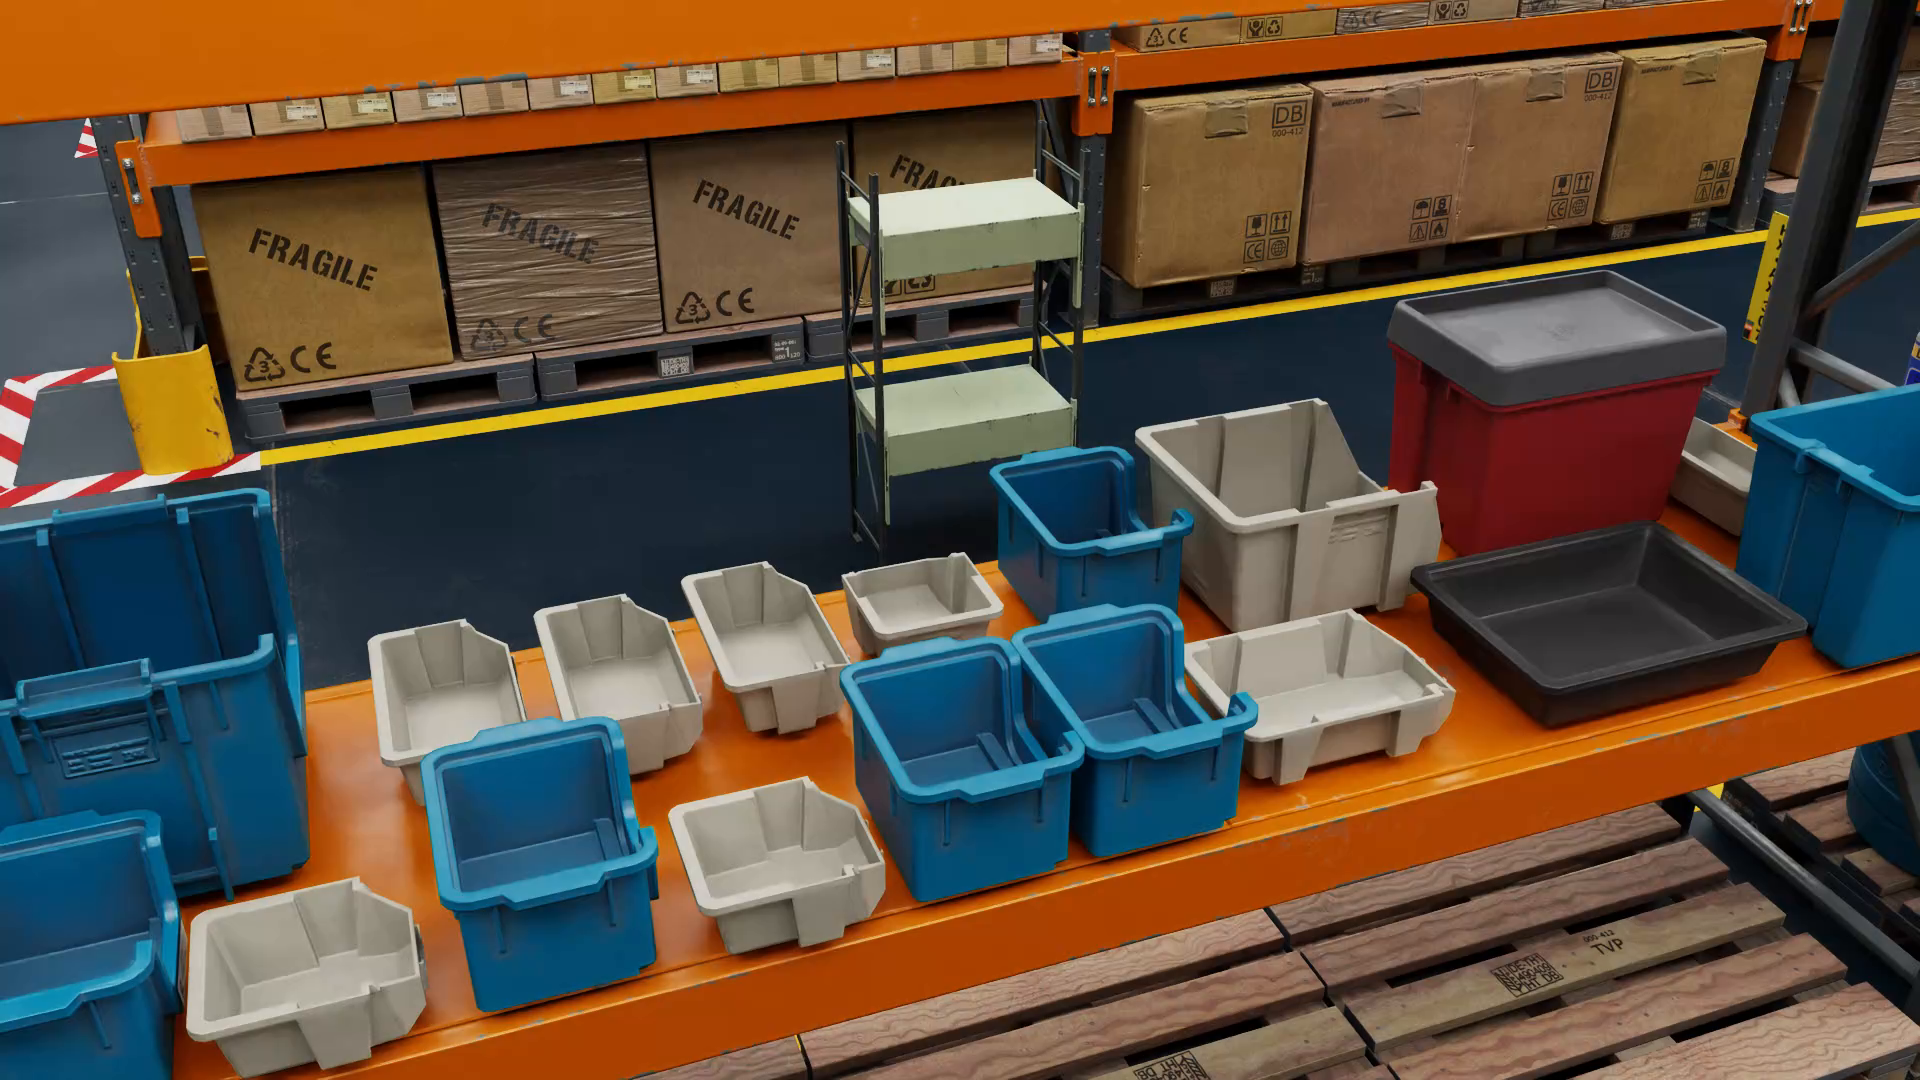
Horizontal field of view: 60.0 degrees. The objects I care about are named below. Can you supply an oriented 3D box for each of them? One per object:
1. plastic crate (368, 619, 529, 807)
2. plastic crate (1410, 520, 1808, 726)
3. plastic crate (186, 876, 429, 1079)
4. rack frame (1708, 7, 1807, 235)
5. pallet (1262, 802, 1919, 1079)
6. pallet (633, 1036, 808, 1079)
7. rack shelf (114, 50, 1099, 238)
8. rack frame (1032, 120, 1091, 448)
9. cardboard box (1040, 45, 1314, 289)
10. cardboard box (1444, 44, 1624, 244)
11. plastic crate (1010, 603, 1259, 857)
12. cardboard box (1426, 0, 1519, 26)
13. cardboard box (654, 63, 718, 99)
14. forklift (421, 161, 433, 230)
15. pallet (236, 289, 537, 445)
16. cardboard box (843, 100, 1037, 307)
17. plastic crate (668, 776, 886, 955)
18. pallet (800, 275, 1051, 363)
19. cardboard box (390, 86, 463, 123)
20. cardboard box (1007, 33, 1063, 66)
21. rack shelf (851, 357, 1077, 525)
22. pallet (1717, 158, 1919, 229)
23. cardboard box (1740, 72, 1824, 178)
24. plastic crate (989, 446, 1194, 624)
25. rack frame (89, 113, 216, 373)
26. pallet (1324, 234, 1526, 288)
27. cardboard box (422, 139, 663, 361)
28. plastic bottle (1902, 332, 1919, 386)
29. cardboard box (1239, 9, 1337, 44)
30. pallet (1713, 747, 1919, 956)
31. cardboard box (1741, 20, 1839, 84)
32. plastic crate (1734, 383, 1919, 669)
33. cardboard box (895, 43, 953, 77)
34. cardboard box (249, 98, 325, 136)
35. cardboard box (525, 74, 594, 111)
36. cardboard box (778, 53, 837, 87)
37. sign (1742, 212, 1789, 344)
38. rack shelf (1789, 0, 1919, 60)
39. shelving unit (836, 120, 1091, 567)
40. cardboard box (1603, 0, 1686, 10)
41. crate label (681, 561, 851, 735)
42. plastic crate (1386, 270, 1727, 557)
[{"bbox_3d":[-0.881,0.303,2.893,0.243,0.136,0.396,-10,31,-18],"label":"plastic crate"},{"bbox_3d":[1.211,0.161,3.155,0.590,0.125,0.437,-10,31,-18],"label":"plastic crate"},{"bbox_3d":[-0.907,0.621,2.335,0.298,0.136,0.250,-10,31,-18],"label":"plastic crate"},{"bbox_3d":[4.188,-3.239,8.905,0.127,3.000,1.000,-10,31,-18],"label":"rack frame"},{"bbox_3d":[1.491,1.106,4.096,1.213,0.211,1.003,-10,31,-18],"label":"pallet"},{"bbox_3d":[-0.796,1.527,3.357,1.213,0.211,1.003,-10,31,-18],"label":"pallet"},{"bbox_3d":[-1.435,-1.891,7.266,4.000,0.370,1.077,-10,31,-18],"label":"rack shelf"},{"bbox_3d":[0.349,-0.716,5.992,0.023,1.500,0.400,-10,31,-18],"label":"rack frame"},{"bbox_3d":[1.032,-1.928,8.326,0.875,0.875,1.225,-10,31,-17],"label":"cardboard box"},{"bbox_3d":[2.696,-2.239,8.871,0.875,0.875,1.225,-10,31,-17],"label":"cardboard box"},{"bbox_3d":[0.279,0.317,2.771,0.300,0.233,0.416,-10,31,-18],"label":"plastic crate"},{"bbox_3d":[2.380,-2.821,8.070,0.500,0.500,0.500,-10,31,-17],"label":"cardboard box"},{"bbox_3d":[-1.176,-1.970,6.931,0.250,0.149,0.380,-10,31,-17],"label":"cardboard box"},{"bbox_3d":[-2.688,-3.213,8.928,3.031,2.935,1.130,-11,32,-19],"label":"forklift"},{"bbox_3d":[-2.588,-0.821,7.478,1.213,0.211,1.003,-10,31,-18],"label":"pallet"},{"bbox_3d":[-0.207,-1.731,7.981,0.875,0.875,0.875,-10,31,-18],"label":"cardboard box"},{"bbox_3d":[-0.271,0.504,2.541,0.298,0.136,0.250,-10,31,-18],"label":"plastic crate"},{"bbox_3d":[-0.301,-1.242,8.217,1.213,0.211,1.003,-10,31,-18],"label":"pallet"},{"bbox_3d":[-2.138,-1.792,6.619,0.250,0.149,0.380,-11,31,-18],"label":"cardboard box"},{"bbox_3d":[0.268,-2.235,7.396,0.250,0.149,0.380,-10,31,-17],"label":"cardboard box"},{"bbox_3d":[0.006,-0.370,6.042,0.720,0.370,0.431,-10,31,-18],"label":"rack shelf"},{"bbox_3d":[4.921,-2.162,9.831,1.213,0.211,1.003,-10,31,-18],"label":"pallet"},{"bbox_3d":[4.809,-2.469,9.634,0.500,0.500,0.700,-12,32,-20],"label":"cardboard box"},{"bbox_3d":[0.253,0.013,3.306,0.300,0.233,0.416,-10,31,-18],"label":"plastic crate"},{"bbox_3d":[-3.310,-1.858,6.482,0.127,3.000,1.000,-10,31,-18],"label":"rack frame"},{"bbox_3d":[2.281,-1.718,9.052,1.213,0.211,1.003,-10,31,-18],"label":"pallet"},{"bbox_3d":[-1.885,-1.422,7.438,0.875,0.875,0.875,-10,31,-18],"label":"cardboard box"},{"bbox_3d":[2.423,-0.415,4.073,0.135,0.276,0.152,-10,31,-18],"label":"plastic bottle"},{"bbox_3d":[1.428,-2.643,7.758,0.500,0.500,0.500,-10,31,-18],"label":"cardboard box"},{"bbox_3d":[2.904,0.847,4.550,1.213,0.211,1.003,-10,31,-18],"label":"pallet"},{"bbox_3d":[4.806,-2.800,9.457,0.500,0.250,0.500,-9,31,-16],"label":"cardboard box"},{"bbox_3d":[1.848,-0.031,3.230,0.575,0.384,0.392,-10,31,-18],"label":"plastic crate"},{"bbox_3d":[-0.214,-2.146,7.241,0.250,0.149,0.380,-11,31,-18],"label":"cardboard box"},{"bbox_3d":[-2.622,-1.702,6.461,0.250,0.149,0.380,-11,31,-18],"label":"cardboard box"},{"bbox_3d":[-1.658,-1.880,6.774,0.250,0.149,0.380,-11,31,-18],"label":"cardboard box"},{"bbox_3d":[-0.697,-2.057,7.084,0.250,0.149,0.380,-10,31,-17],"label":"cardboard box"},{"bbox_3d":[1.976,-0.627,4.040,0.005,0.325,0.100,-10,31,-18],"label":"sign"},{"bbox_3d":[6.063,-3.272,9.689,4.000,0.370,1.077,-10,31,-18],"label":"rack shelf"},{"bbox_3d":[0.006,-0.653,5.881,0.755,1.500,0.431,-10,31,-18],"label":"shelving unit"},{"bbox_3d":[3.343,-2.999,8.383,0.500,0.500,0.500,-11,31,-18],"label":"cardboard box"},{"bbox_3d":[-0.352,0.201,3.073,0.243,0.136,0.396,-10,31,-18],"label":"crate label"},{"bbox_3d":[1.242,-0.267,3.563,0.583,0.464,0.402,-10,31,-18],"label":"plastic crate"}]
